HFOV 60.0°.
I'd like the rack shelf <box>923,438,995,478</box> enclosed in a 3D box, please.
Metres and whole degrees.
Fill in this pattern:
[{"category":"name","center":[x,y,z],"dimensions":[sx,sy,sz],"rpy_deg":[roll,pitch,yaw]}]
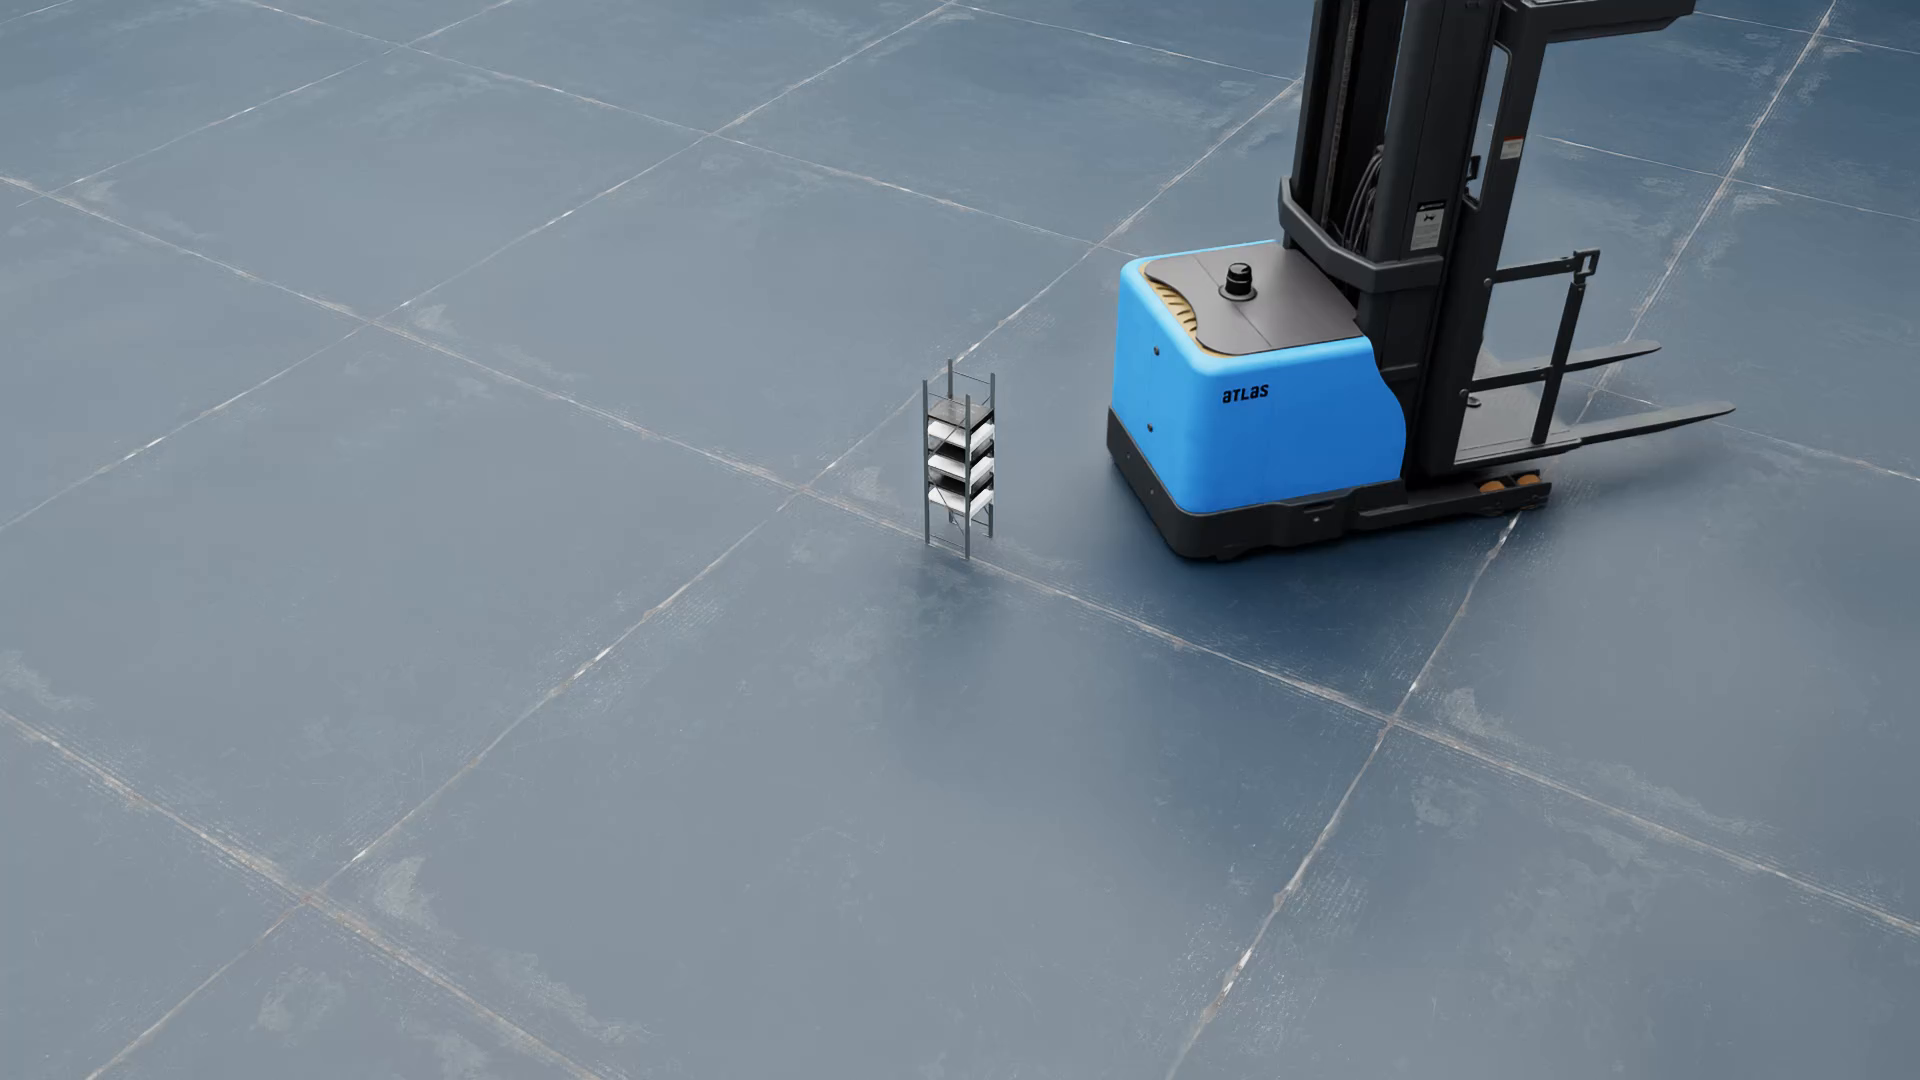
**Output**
[{"category":"rack shelf","center":[-0.004,-0.397,7.435],"dimensions":[0.258,0.077,0.200],"rpy_deg":[21,42,25]}]

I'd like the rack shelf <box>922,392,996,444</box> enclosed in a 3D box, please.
[{"category":"rack shelf","center":[-0.004,-0.540,7.325],"dimensions":[0.258,0.077,0.200],"rpy_deg":[21,42,25]}]

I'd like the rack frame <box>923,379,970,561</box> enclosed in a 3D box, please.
[{"category":"rack frame","center":[-0.059,-0.300,7.402],"dimensions":[0.240,0.900,0.006],"rpy_deg":[21,42,25]}]

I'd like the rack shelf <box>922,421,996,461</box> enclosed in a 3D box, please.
[{"category":"rack shelf","center":[-0.004,-0.468,7.380],"dimensions":[0.258,0.077,0.200],"rpy_deg":[21,42,25]}]

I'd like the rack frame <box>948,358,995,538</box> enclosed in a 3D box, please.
[{"category":"rack frame","center":[0.050,-0.405,7.538],"dimensions":[0.240,0.900,0.006],"rpy_deg":[21,42,25]}]

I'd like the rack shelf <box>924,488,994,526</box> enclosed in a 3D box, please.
[{"category":"rack shelf","center":[-0.004,-0.183,7.600],"dimensions":[0.258,0.077,0.200],"rpy_deg":[21,42,25]}]

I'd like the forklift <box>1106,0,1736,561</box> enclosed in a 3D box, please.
[{"category":"forklift","center":[2.300,-1.573,7.389],"dimensions":[3.031,2.935,1.130],"rpy_deg":[-10,39,-13]}]

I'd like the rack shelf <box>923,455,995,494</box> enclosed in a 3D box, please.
[{"category":"rack shelf","center":[-0.004,-0.326,7.490],"dimensions":[0.258,0.077,0.200],"rpy_deg":[21,42,25]}]

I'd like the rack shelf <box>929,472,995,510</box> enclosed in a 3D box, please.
[{"category":"rack shelf","center":[-0.004,-0.255,7.545],"dimensions":[0.258,0.077,0.200],"rpy_deg":[21,42,25]}]

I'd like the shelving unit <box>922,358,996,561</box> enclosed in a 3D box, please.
[{"category":"shelving unit","center":[-0.004,-0.352,7.470],"dimensions":[0.258,0.900,0.210],"rpy_deg":[21,42,25]}]
